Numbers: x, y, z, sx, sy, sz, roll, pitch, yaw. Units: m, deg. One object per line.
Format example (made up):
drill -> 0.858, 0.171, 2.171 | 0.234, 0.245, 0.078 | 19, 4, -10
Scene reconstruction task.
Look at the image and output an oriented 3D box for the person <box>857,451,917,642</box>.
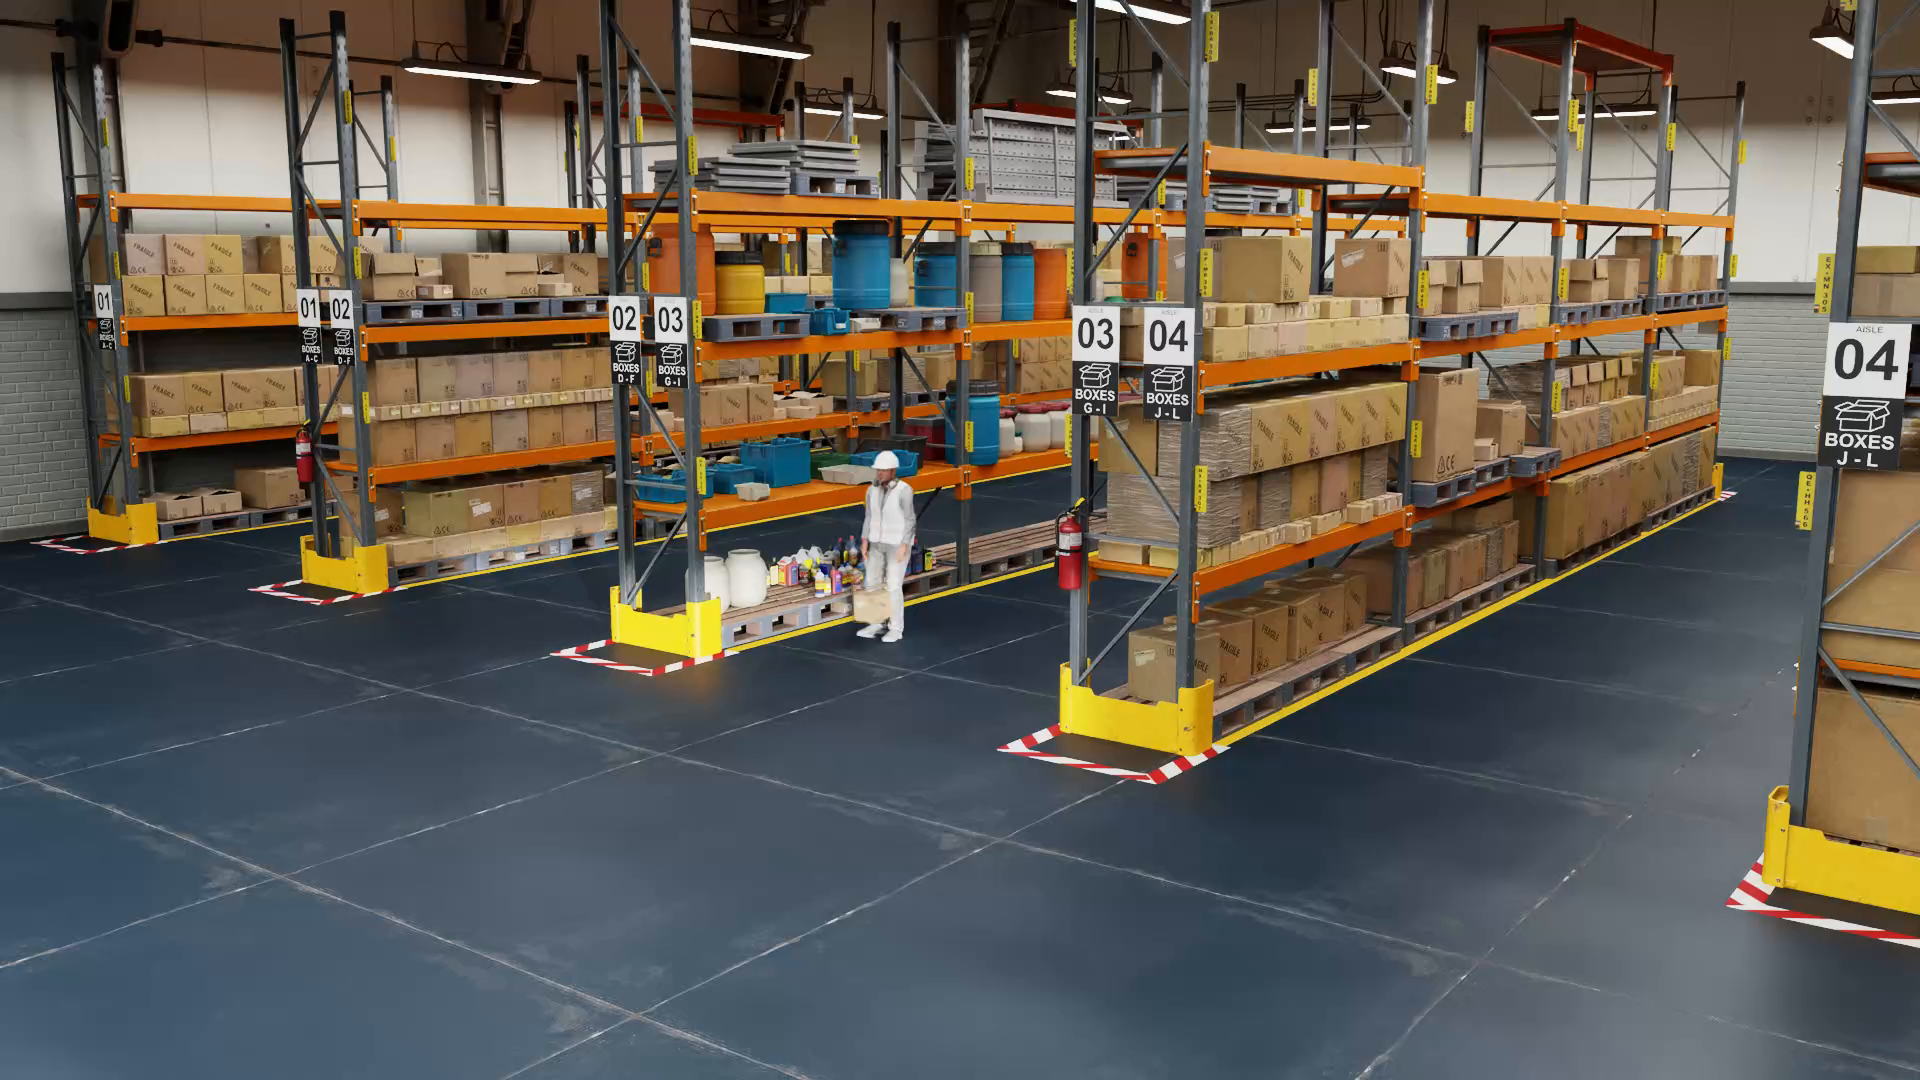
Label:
person -> -0.673, 0.045, 15.547 | 0.565, 1.774, 0.473 | 7, 12, 34
